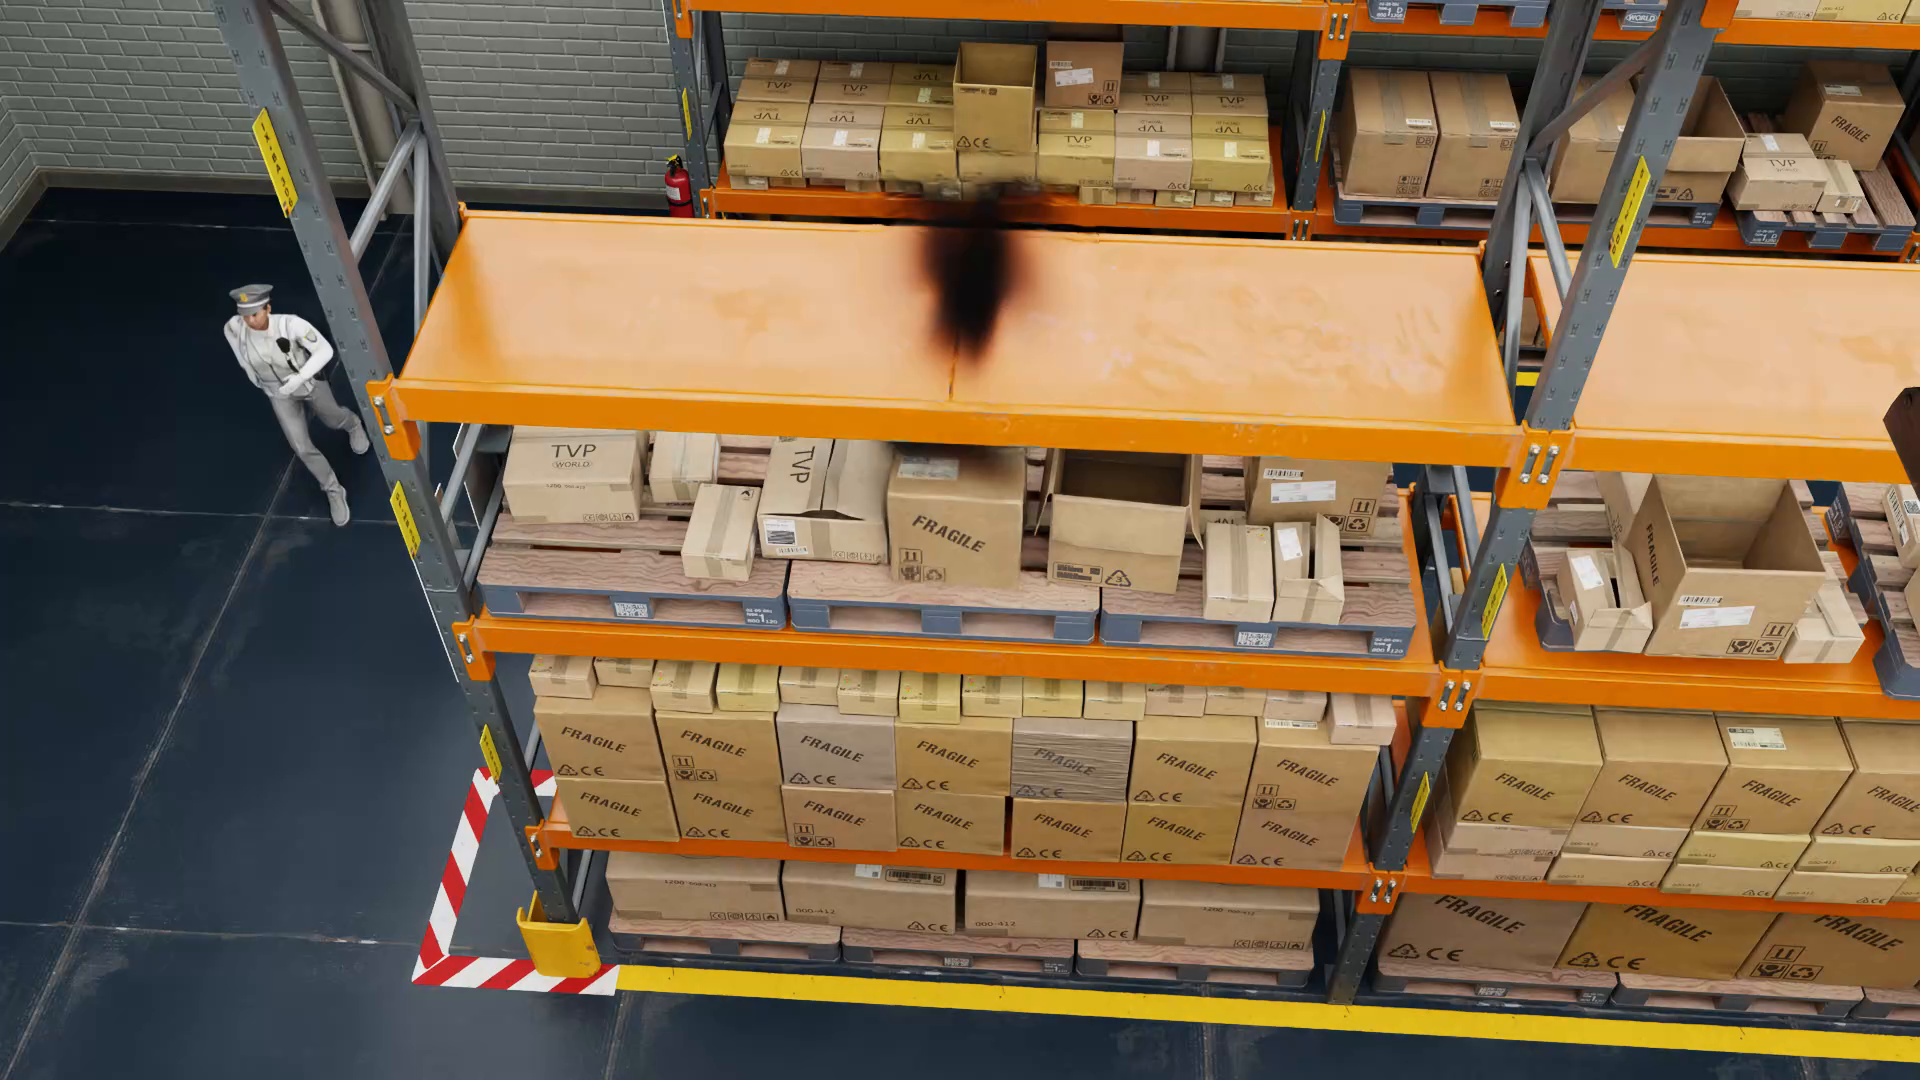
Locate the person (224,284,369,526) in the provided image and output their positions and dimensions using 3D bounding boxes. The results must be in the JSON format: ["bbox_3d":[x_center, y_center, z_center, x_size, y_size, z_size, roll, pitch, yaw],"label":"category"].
[{"bbox_3d":[-4.199,-0.957,10.465,0.661,1.705,0.867,-6,48,-6],"label":"person"}]
